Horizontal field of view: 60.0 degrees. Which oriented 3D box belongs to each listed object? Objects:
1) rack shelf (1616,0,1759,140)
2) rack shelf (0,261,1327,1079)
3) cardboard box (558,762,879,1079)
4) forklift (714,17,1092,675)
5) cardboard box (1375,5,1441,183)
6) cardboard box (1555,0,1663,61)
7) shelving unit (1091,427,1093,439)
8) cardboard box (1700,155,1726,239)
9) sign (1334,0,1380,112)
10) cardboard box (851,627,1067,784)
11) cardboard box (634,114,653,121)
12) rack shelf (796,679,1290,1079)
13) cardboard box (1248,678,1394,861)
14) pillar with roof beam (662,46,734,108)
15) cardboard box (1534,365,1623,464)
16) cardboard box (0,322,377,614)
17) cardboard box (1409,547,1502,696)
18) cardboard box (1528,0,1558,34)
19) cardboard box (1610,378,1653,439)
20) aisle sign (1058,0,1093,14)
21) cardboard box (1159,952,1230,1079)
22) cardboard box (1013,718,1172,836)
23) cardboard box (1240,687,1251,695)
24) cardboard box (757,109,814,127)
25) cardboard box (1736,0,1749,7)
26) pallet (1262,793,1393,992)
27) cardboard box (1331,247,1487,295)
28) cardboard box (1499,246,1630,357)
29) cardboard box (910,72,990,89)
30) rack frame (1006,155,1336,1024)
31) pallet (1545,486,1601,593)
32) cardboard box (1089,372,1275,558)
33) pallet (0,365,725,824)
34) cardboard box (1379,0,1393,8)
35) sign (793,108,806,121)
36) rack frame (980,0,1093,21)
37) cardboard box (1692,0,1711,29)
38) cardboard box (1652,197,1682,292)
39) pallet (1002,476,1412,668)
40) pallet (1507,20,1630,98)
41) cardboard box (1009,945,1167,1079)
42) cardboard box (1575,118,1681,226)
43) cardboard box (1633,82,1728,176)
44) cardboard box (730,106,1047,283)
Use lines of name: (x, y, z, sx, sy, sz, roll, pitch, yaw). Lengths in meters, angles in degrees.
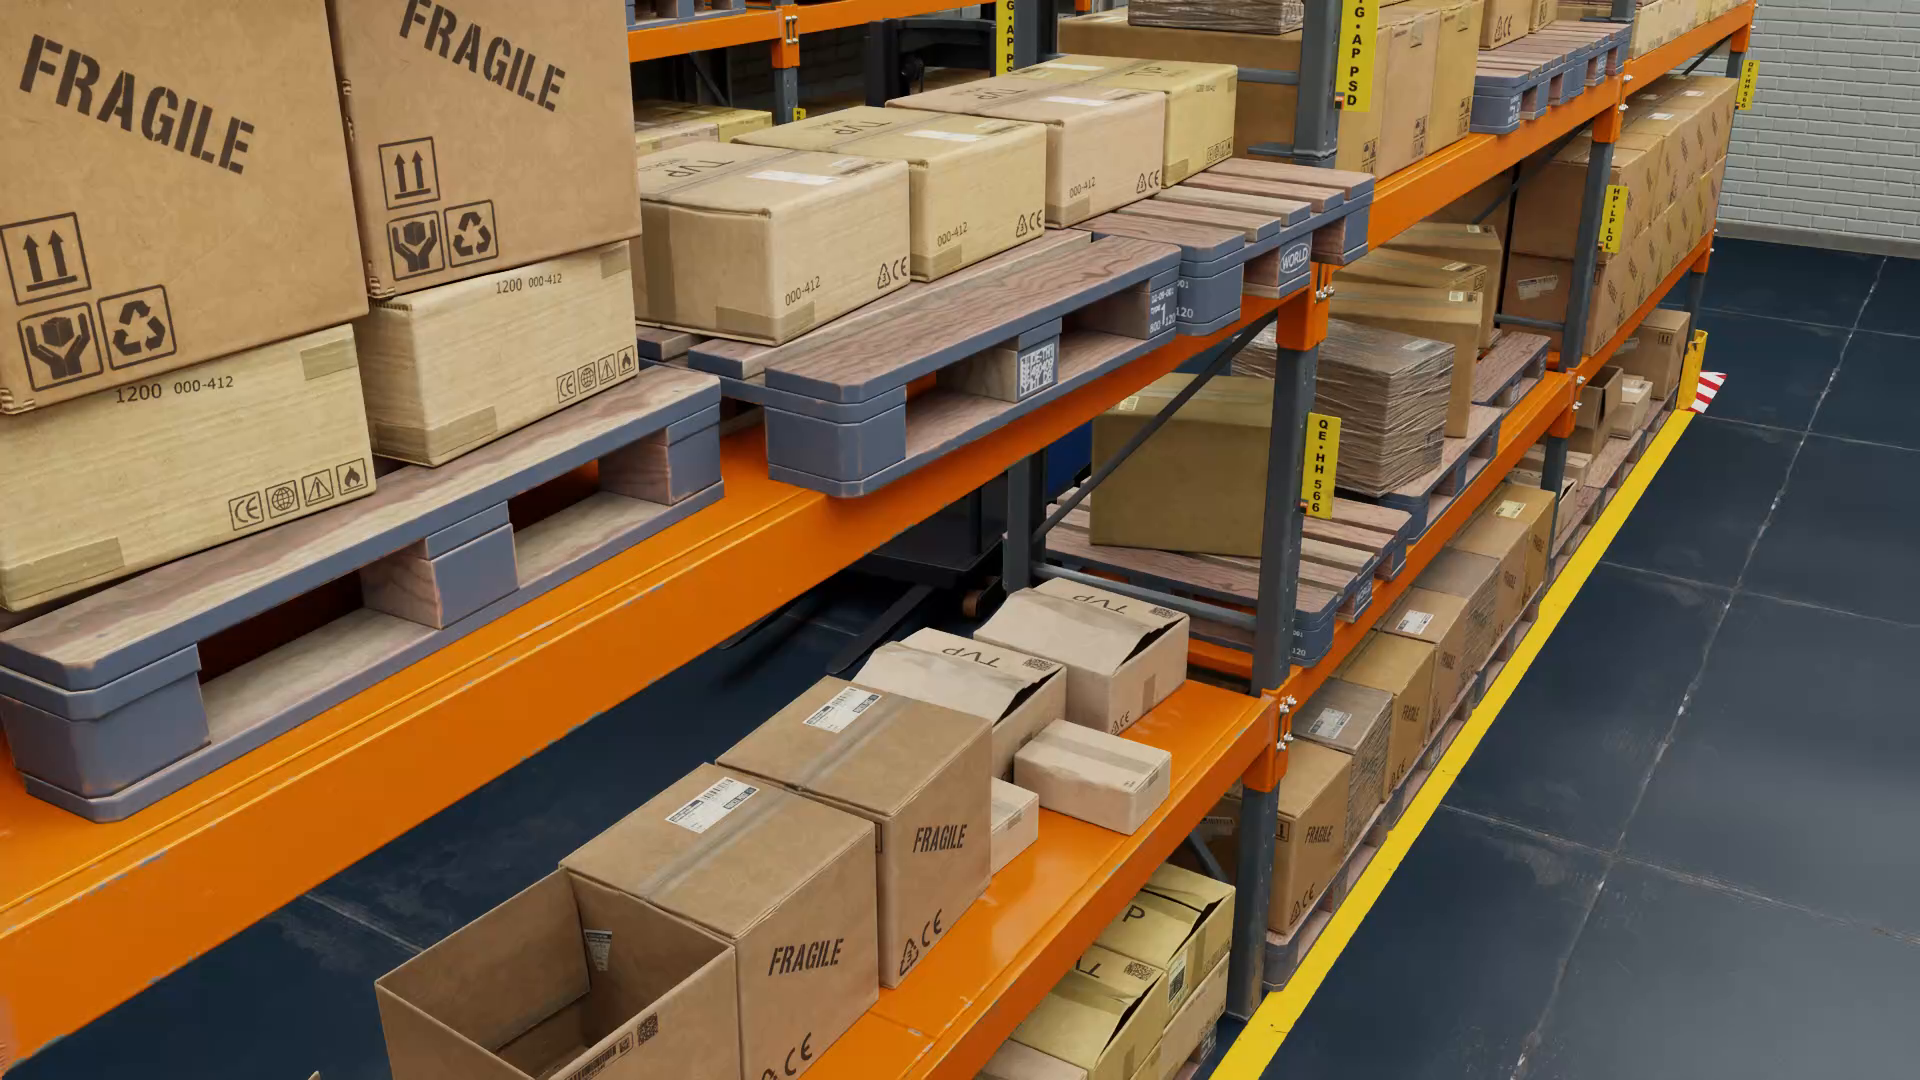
rack shelf: (3.781, -2.878, 9.751, 1.077, 0.370, 4.000, 14, 27, 29)
rack shelf: (-0.439, -0.177, 3.514, 1.077, 0.370, 4.000, 14, 27, 29)
cardboard box: (-0.533, 0.895, 3.780, 0.500, 0.500, 0.500, 14, 27, 29)
forklift: (-0.258, -1.118, 8.644, 1.130, 2.935, 3.031, 10, 25, 22)
cardboard box: (1.086, -1.555, 5.665, 0.910, 0.500, 0.500, 14, 27, 29)
cardboard box: (3.193, -2.576, 8.338, 0.500, 0.250, 0.500, 14, 27, 29)
shelving unit: (0.535, -1.052, 10.764, 0.538, 1.125, 1.048, 10, 25, 22)
cardboard box: (4.831, -2.344, 11.263, 0.500, 0.500, 0.500, 15, 27, 31)
sign: (1.083, -1.337, 4.537, 0.100, 0.325, 0.005, 14, 27, 29)
cardboard box: (-0.020, 0.496, 4.941, 0.500, 0.311, 0.500, 14, 27, 28)
cardboard box: (-2.219, -2.450, 10.164, 0.500, 0.250, 0.500, 14, 27, 30)
rack shelf: (-0.439, 1.199, 4.110, 1.077, 0.370, 4.000, 14, 27, 29)
cardboard box: (1.370, 0.868, 6.563, 0.500, 0.500, 0.500, 13, 27, 27)
pillar with roof beam: (1.807, -4.461, 8.729, 9.100, 9.000, 0.400, 14, 27, 29)
cardboard box: (3.712, -0.848, 10.521, 0.797, 0.503, 0.637, 14, 27, 29)
cardboard box: (-1.161, -0.162, 2.234, 0.500, 0.250, 0.500, 17, 29, 34)
cardboard box: (2.176, 0.350, 7.759, 0.500, 0.500, 0.500, 14, 27, 30)
cardboard box: (2.397, -2.663, 7.569, 0.600, 0.600, 0.600, 11, 26, 24)
cardboard box: (4.232, -0.897, 10.953, 0.500, 0.250, 0.500, 14, 27, 29)
aisle sign: (0.918, -4.697, 13.553, 0.394, 0.787, 0.004, 14, 27, 29)
cardboard box: (0.546, 1.492, 5.461, 0.500, 0.250, 0.500, 15, 27, 30)
cardboard box: (0.376, 0.671, 4.741, 0.380, 0.149, 0.250, 14, 27, 29)
cardboard box: (0.910, 0.774, 6.778, 0.500, 0.500, 0.500, 15, 28, 31)
cardboard box: (-1.185, -2.510, 11.395, 0.980, 0.700, 0.700, 14, 27, 30)
cardboard box: (4.789, -3.585, 10.669, 0.500, 0.250, 0.500, 14, 27, 29)
pallet: (1.042, 1.230, 6.644, 1.003, 0.211, 1.213, 14, 27, 29)
cardboard box: (1.977, -1.036, 7.714, 0.700, 0.500, 0.500, 19, 30, 37)
cardboard box: (3.226, -1.317, 8.891, 0.500, 0.500, 0.500, 15, 27, 30)
cardboard box: (-0.009, -3.259, 13.124, 0.980, 0.700, 0.700, 14, 27, 29)
rack frame: (0.616, 0.194, 5.526, 1.000, 3.000, 0.127, 14, 27, 29)
pallet: (3.089, -0.108, 9.734, 1.003, 0.211, 1.213, 14, 27, 29)
cardboard box: (0.852, -0.281, 5.969, 0.700, 0.500, 0.500, 5, 24, 11)
pallet: (-1.040, -0.045, 2.544, 0.805, 0.209, 1.217, 13, 26, 27)
cardboard box: (1.120, -2.005, 5.447, 0.500, 0.500, 0.500, 14, 27, 29)
sign: (-1.018, -2.578, 10.571, 0.100, 0.325, 0.005, 14, 27, 29)
rack frame: (0.625, -3.543, 14.159, 1.000, 3.000, 0.127, 14, 27, 29)
cardboard box: (3.986, -3.082, 9.507, 0.500, 0.250, 0.500, 14, 27, 29)
cardboard box: (4.026, -1.831, 10.077, 0.500, 0.500, 0.500, 13, 27, 28)
pallet: (0.914, 0.038, 6.127, 1.213, 0.211, 1.003, 14, 27, 29)
pallet: (2.322, -2.241, 7.612, 1.213, 0.211, 1.003, 14, 27, 29)
cardboard box: (0.280, 1.411, 4.942, 0.500, 0.311, 0.500, 13, 27, 28)
cardboard box: (3.757, -2.109, 9.461, 0.500, 0.500, 0.500, 13, 27, 27)
cardboard box: (4.569, -2.632, 10.671, 0.500, 0.500, 0.500, 15, 27, 30)
cardboard box: (-0.148, -0.770, 3.638, 0.500, 0.250, 0.500, 13, 27, 28)
